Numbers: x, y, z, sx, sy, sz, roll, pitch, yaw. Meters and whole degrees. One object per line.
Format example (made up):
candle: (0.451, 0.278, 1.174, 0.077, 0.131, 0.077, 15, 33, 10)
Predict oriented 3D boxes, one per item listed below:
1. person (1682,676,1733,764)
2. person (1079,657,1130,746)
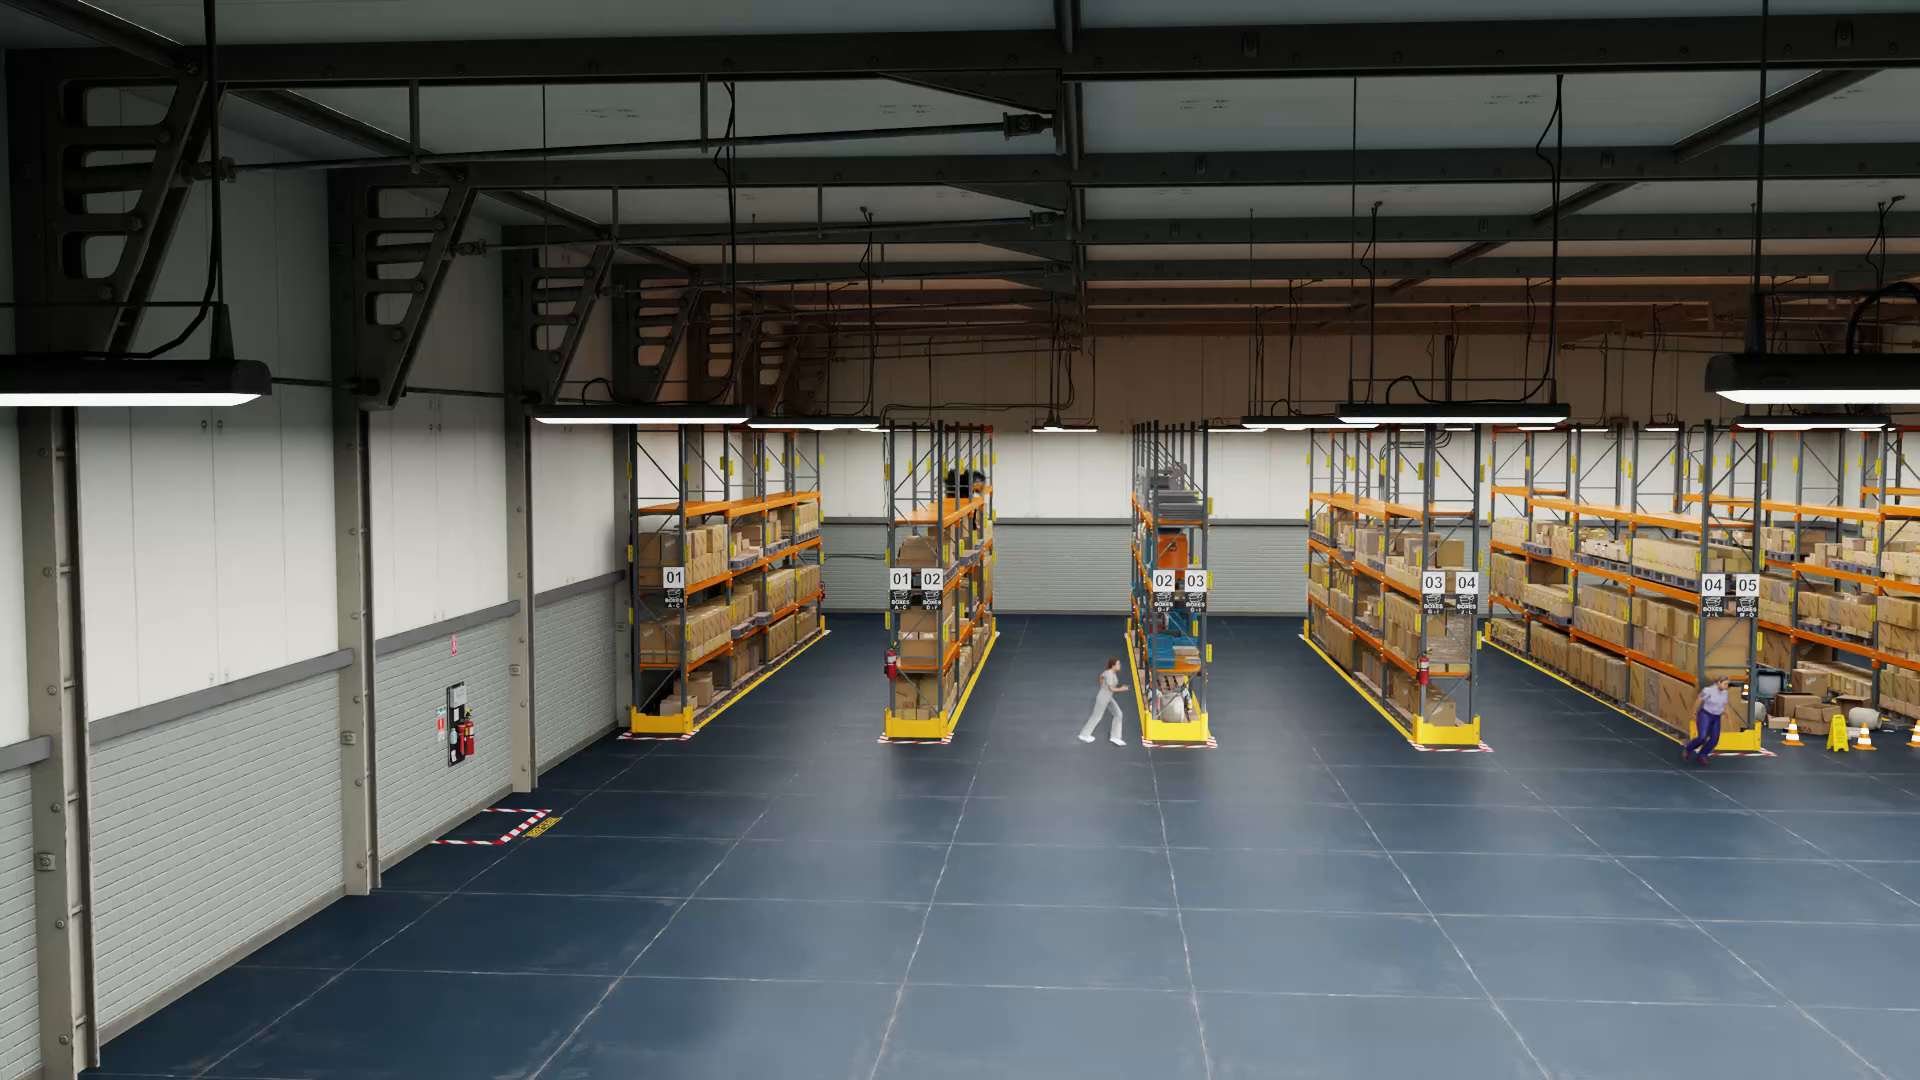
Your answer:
person: (12.978, 3.118, 28.861, 0.740, 1.545, 0.594, -1, 4, -15)
person: (2.664, 3.022, 30.640, 0.953, 1.538, 0.564, 1, 4, 19)
